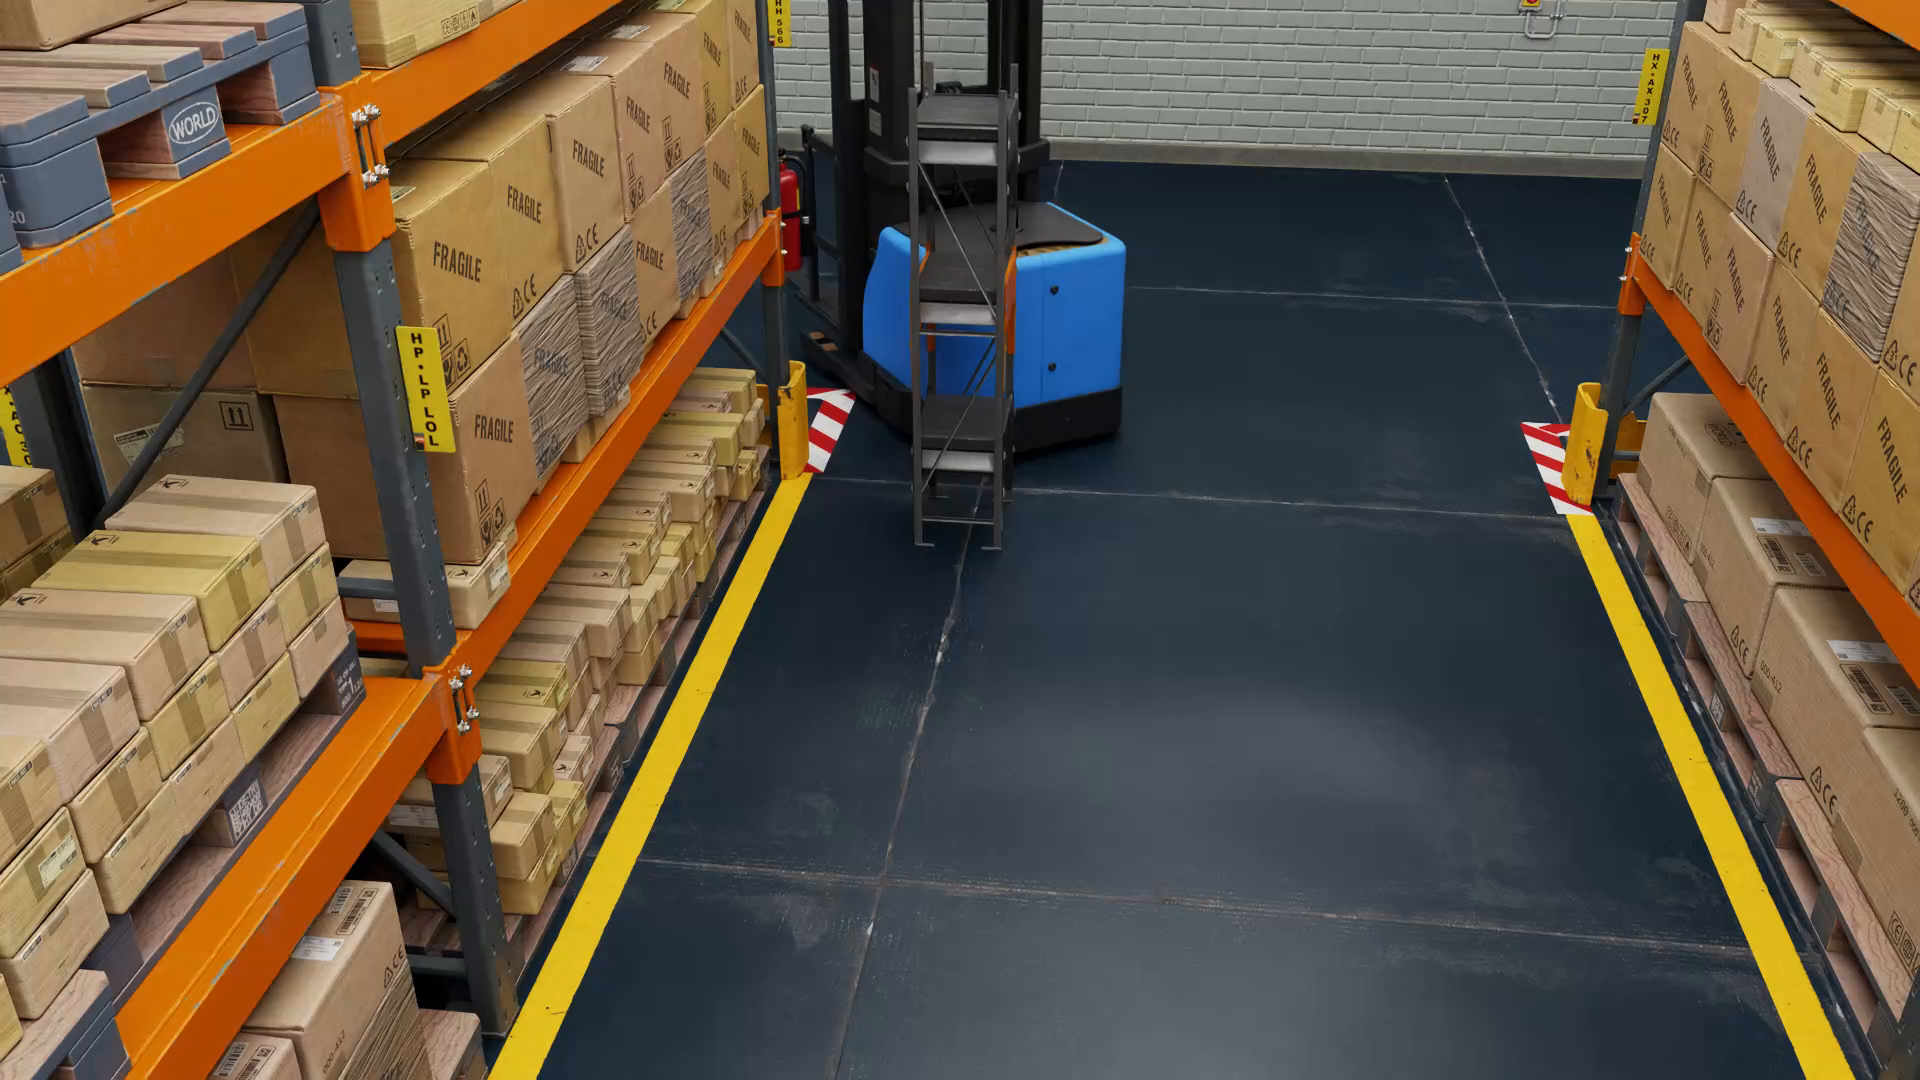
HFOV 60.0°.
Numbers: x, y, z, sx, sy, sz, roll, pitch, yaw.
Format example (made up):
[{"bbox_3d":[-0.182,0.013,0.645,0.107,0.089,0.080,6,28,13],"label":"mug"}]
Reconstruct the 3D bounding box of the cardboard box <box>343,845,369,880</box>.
[{"bbox_3d":[-2.138,0.982,5.328,0.380,0.149,0.250,4,29,7],"label":"cardboard box"}]

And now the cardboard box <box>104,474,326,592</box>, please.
[{"bbox_3d":[-1.704,-0.020,3.819,0.380,0.149,0.250,5,29,9],"label":"cardboard box"}]

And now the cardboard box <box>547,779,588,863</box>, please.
[{"bbox_3d":[-1.452,0.908,5.464,0.380,0.149,0.250,4,29,8],"label":"cardboard box"}]

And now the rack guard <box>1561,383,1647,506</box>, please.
[{"bbox_3d":[3.570,-0.437,8.035,1.175,0.500,0.348,3,28,6],"label":"rack guard"}]

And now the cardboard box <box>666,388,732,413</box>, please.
[{"bbox_3d":[-1.259,-0.580,7.599,0.380,0.149,0.250,4,29,7],"label":"cardboard box"}]

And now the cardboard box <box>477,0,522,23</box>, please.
[{"bbox_3d":[-1.477,-1.577,4.511,0.500,0.250,0.500,3,28,5],"label":"cardboard box"}]

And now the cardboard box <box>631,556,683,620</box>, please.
[{"bbox_3d":[-1.308,0.178,6.507,0.380,0.149,0.250,4,29,7],"label":"cardboard box"}]

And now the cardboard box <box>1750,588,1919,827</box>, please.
[{"bbox_3d":[3.369,0.589,5.754,0.875,0.438,0.875,3,28,5],"label":"cardboard box"}]

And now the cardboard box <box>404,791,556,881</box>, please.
[{"bbox_3d":[-1.486,0.903,5.160,0.380,0.149,0.250,5,29,9],"label":"cardboard box"}]

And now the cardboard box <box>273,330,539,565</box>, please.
[{"bbox_3d":[-1.537,-0.277,4.683,0.500,0.500,0.500,3,28,5],"label":"cardboard box"}]

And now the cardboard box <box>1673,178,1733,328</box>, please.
[{"bbox_3d":[3.189,-1.122,6.564,0.500,0.500,0.500,3,28,5],"label":"cardboard box"}]

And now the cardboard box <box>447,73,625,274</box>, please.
[{"bbox_3d":[-1.410,-1.178,5.300,0.500,0.500,0.500,4,29,7],"label":"cardboard box"}]

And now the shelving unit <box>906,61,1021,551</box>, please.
[{"bbox_3d":[0.020,-1.002,7.397,0.431,2.100,0.503,3,28,6],"label":"shelving unit"}]

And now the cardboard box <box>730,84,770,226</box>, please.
[{"bbox_3d":[-1.158,-1.715,7.352,0.500,0.500,0.500,4,29,7],"label":"cardboard box"}]

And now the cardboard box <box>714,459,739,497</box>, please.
[{"bbox_3d":[-1.201,-0.318,7.427,0.380,0.149,0.250,2,28,4],"label":"cardboard box"}]

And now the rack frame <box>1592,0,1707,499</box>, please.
[{"bbox_3d":[3.567,-1.527,7.421,1.000,3.000,0.127,3,28,6],"label":"rack frame"}]

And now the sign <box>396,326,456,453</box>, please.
[{"bbox_3d":[-1.297,-0.363,4.040,0.100,0.325,0.005,3,28,6],"label":"sign"}]

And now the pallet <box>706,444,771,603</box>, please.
[{"bbox_3d":[-1.502,-0.123,7.756,1.003,0.211,1.213,3,28,6],"label":"pallet"}]

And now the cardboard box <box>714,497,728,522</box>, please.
[{"bbox_3d":[-1.265,-0.190,7.504,0.380,0.149,0.250,3,28,6],"label":"cardboard box"}]

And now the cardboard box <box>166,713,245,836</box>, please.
[{"bbox_3d":[-1.764,0.480,3.519,0.380,0.149,0.250,3,28,6],"label":"cardboard box"}]

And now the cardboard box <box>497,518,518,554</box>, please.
[{"bbox_3d":[-1.531,-0.014,4.877,0.380,0.149,0.250,4,29,8],"label":"cardboard box"}]

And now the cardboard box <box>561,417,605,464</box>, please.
[{"bbox_3d":[-1.415,-0.385,5.566,0.380,0.149,0.250,4,29,7],"label":"cardboard box"}]

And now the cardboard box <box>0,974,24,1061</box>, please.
[{"bbox_3d":[-1.857,0.854,2.825,0.380,0.149,0.250,5,29,8],"label":"cardboard box"}]

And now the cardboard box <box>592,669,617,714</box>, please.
[{"bbox_3d":[-1.494,0.537,6.153,0.380,0.149,0.250,2,28,4],"label":"cardboard box"}]

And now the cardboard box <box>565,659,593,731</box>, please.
[{"bbox_3d":[-1.514,0.535,5.843,0.380,0.149,0.250,2,28,4],"label":"cardboard box"}]

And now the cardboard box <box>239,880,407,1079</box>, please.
[{"bbox_3d":[-1.689,1.067,4.009,0.500,0.250,0.500,3,28,5],"label":"cardboard box"}]

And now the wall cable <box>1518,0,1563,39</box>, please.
[{"bbox_3d":[4.235,-4.643,12.102,0.585,1.953,0.123,3,28,6],"label":"wall cable"}]

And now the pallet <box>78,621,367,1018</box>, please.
[{"bbox_3d":[-2.086,0.552,3.765,1.003,0.211,1.213,3,28,6],"label":"pallet"}]

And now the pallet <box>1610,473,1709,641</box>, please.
[{"bbox_3d":[3.547,0.082,7.375,1.003,0.211,1.213,3,28,6],"label":"pallet"}]

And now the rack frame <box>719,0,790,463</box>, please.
[{"bbox_3d":[-1.358,-1.767,7.867,1.000,3.000,0.127,3,28,6],"label":"rack frame"}]

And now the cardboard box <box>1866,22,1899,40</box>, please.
[{"bbox_3d":[3.714,-1.995,6.447,0.380,0.149,0.250,4,29,7],"label":"cardboard box"}]

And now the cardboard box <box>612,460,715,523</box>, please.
[{"bbox_3d":[-1.237,-0.202,6.899,0.380,0.149,0.250,4,29,8],"label":"cardboard box"}]

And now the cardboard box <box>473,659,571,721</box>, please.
[{"bbox_3d":[-1.526,0.526,5.546,0.380,0.149,0.250,3,28,5],"label":"cardboard box"}]

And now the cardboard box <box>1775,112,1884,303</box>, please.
[{"bbox_3d":[3.054,-1.080,5.433,0.500,0.500,0.500,3,29,6],"label":"cardboard box"}]

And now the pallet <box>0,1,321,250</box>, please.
[{"bbox_3d":[-2.030,-0.837,3.177,1.213,0.211,1.003,3,28,6],"label":"pallet"}]

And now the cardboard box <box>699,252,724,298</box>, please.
[{"bbox_3d":[-1.209,-1.131,6.952,0.380,0.149,0.250,4,29,8],"label":"cardboard box"}]

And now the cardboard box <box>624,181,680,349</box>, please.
[{"bbox_3d":[-1.350,-1.000,6.024,0.500,0.500,0.500,5,29,9],"label":"cardboard box"}]

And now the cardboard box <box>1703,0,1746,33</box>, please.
[{"bbox_3d":[3.249,-2.145,6.726,0.380,0.149,0.250,4,29,7],"label":"cardboard box"}]

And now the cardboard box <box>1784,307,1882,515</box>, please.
[{"bbox_3d":[2.985,-0.401,5.226,0.500,0.500,0.500,3,28,5],"label":"cardboard box"}]

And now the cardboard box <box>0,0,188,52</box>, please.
[{"bbox_3d":[-2.004,-1.261,3.218,0.700,0.500,0.500,3,28,6],"label":"cardboard box"}]

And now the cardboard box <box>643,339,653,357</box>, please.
[{"bbox_3d":[-1.379,-0.759,6.261,0.380,0.149,0.250,4,29,7],"label":"cardboard box"}]

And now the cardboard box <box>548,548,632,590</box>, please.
[{"bbox_3d":[-1.453,0.154,6.237,0.380,0.149,0.250,2,28,4],"label":"cardboard box"}]

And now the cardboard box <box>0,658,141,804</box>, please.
[{"bbox_3d":[-1.801,0.352,3.129,0.380,0.149,0.250,3,28,6],"label":"cardboard box"}]

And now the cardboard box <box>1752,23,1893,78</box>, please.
[{"bbox_3d":[3.127,-1.777,6.043,0.380,0.149,0.250,2,28,5],"label":"cardboard box"}]

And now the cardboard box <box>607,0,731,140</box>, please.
[{"bbox_3d":[-1.229,-1.914,6.666,0.500,0.500,0.500,2,28,4],"label":"cardboard box"}]

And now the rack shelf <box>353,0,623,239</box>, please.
[{"bbox_3d":[-1.603,-1.829,5.578,1.077,0.370,4.000,3,28,6],"label":"rack shelf"}]

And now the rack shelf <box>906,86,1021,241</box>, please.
[{"bbox_3d":[0.020,-1.607,7.071,0.431,0.518,0.480,3,28,6],"label":"rack shelf"}]

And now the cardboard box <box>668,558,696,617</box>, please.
[{"bbox_3d":[-1.304,0.178,6.820,0.380,0.149,0.250,4,29,7],"label":"cardboard box"}]

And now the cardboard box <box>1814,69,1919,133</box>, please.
[{"bbox_3d":[3.017,-1.418,5.376,0.380,0.149,0.250,3,28,5],"label":"cardboard box"}]

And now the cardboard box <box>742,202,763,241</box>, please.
[{"bbox_3d":[-1.118,-1.486,7.611,0.380,0.149,0.250,3,28,6],"label":"cardboard box"}]

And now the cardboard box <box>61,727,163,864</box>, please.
[{"bbox_3d":[-1.795,0.479,3.206,0.380,0.149,0.250,2,28,5],"label":"cardboard box"}]

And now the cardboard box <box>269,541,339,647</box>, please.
[{"bbox_3d":[-1.701,0.110,3.892,0.380,0.149,0.250,4,29,8],"label":"cardboard box"}]

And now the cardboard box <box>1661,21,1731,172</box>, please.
[{"bbox_3d":[3.225,-1.801,6.772,0.500,0.500,0.500,3,28,5],"label":"cardboard box"}]

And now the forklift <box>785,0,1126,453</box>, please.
[{"bbox_3d":[-0.270,-2.340,9.003,1.130,2.935,3.031,-13,31,-23],"label":"forklift"}]
